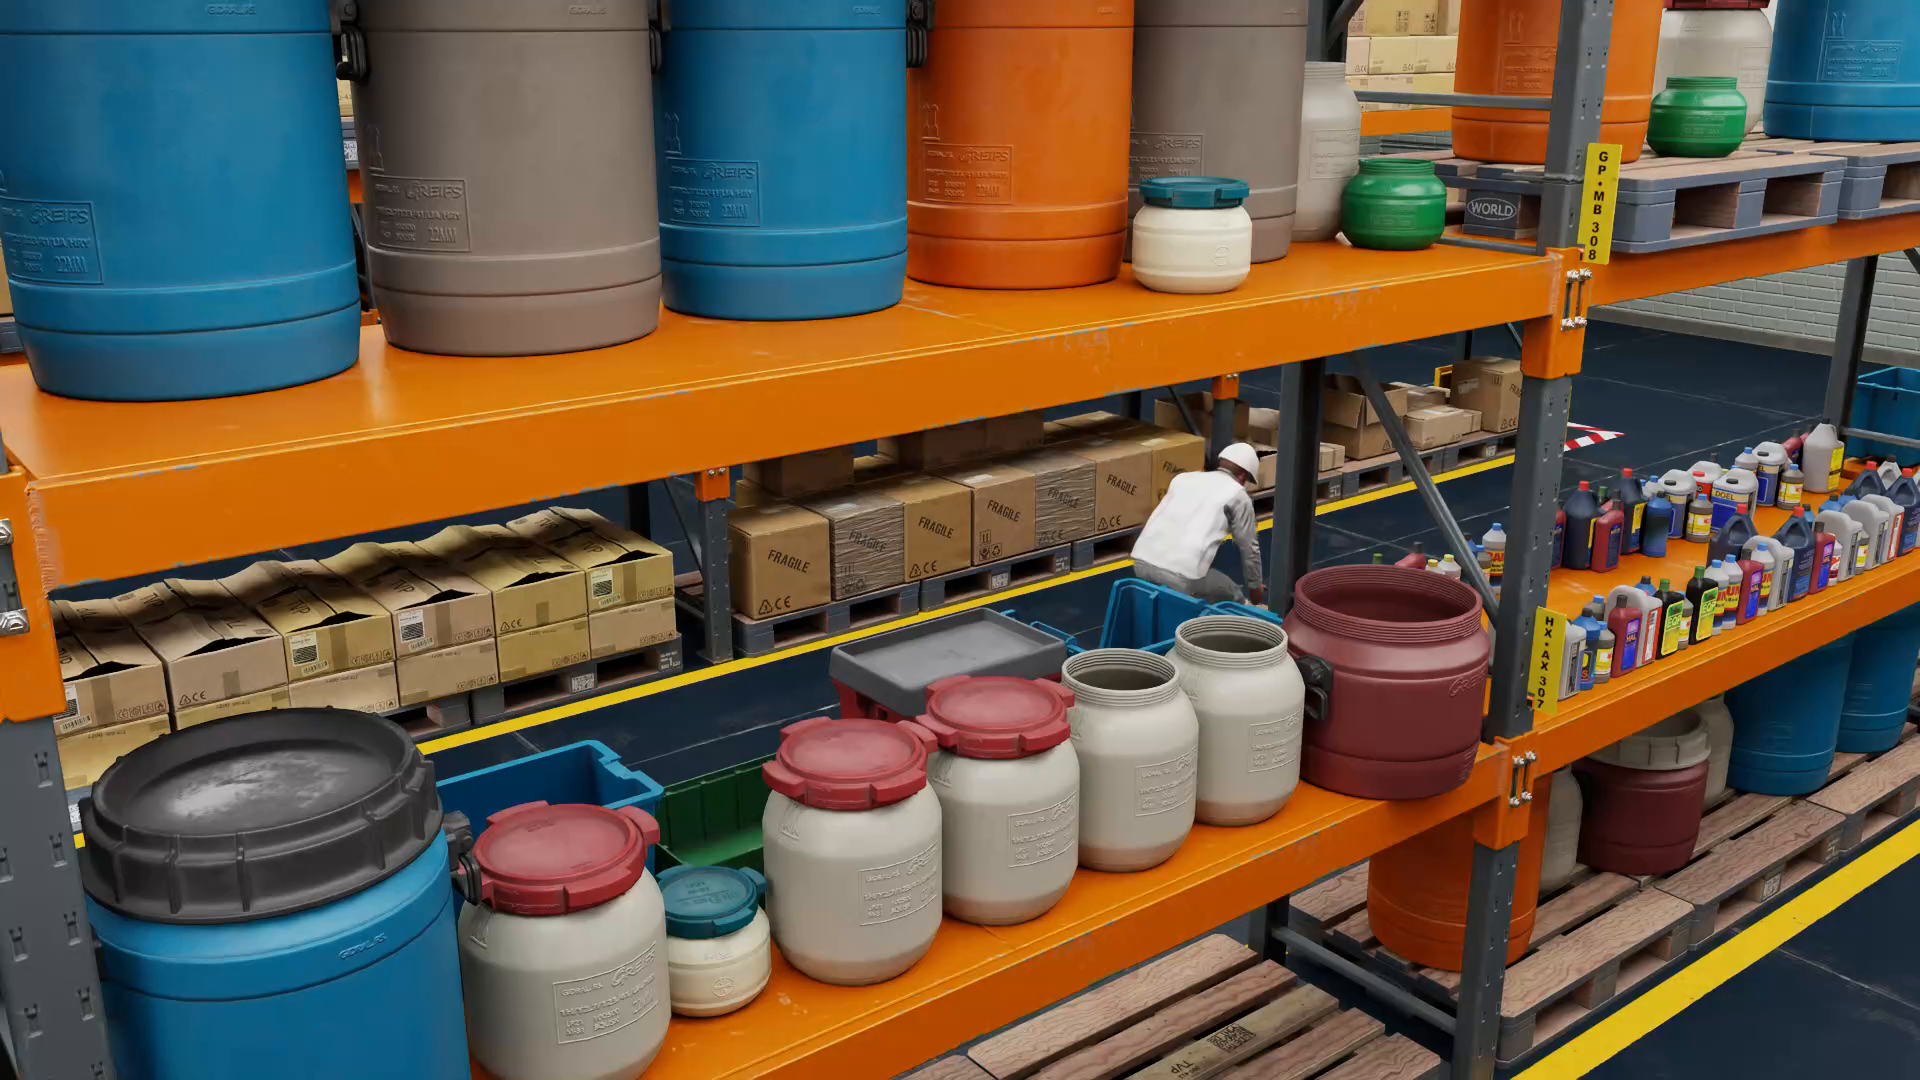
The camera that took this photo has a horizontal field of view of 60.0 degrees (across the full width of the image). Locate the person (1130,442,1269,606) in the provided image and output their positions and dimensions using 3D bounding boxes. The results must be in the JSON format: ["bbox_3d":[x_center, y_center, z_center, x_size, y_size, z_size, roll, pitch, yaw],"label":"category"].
[{"bbox_3d":[1.302,0.105,9.113,0.851,1.211,0.573,-13,22,-36],"label":"person"}]
